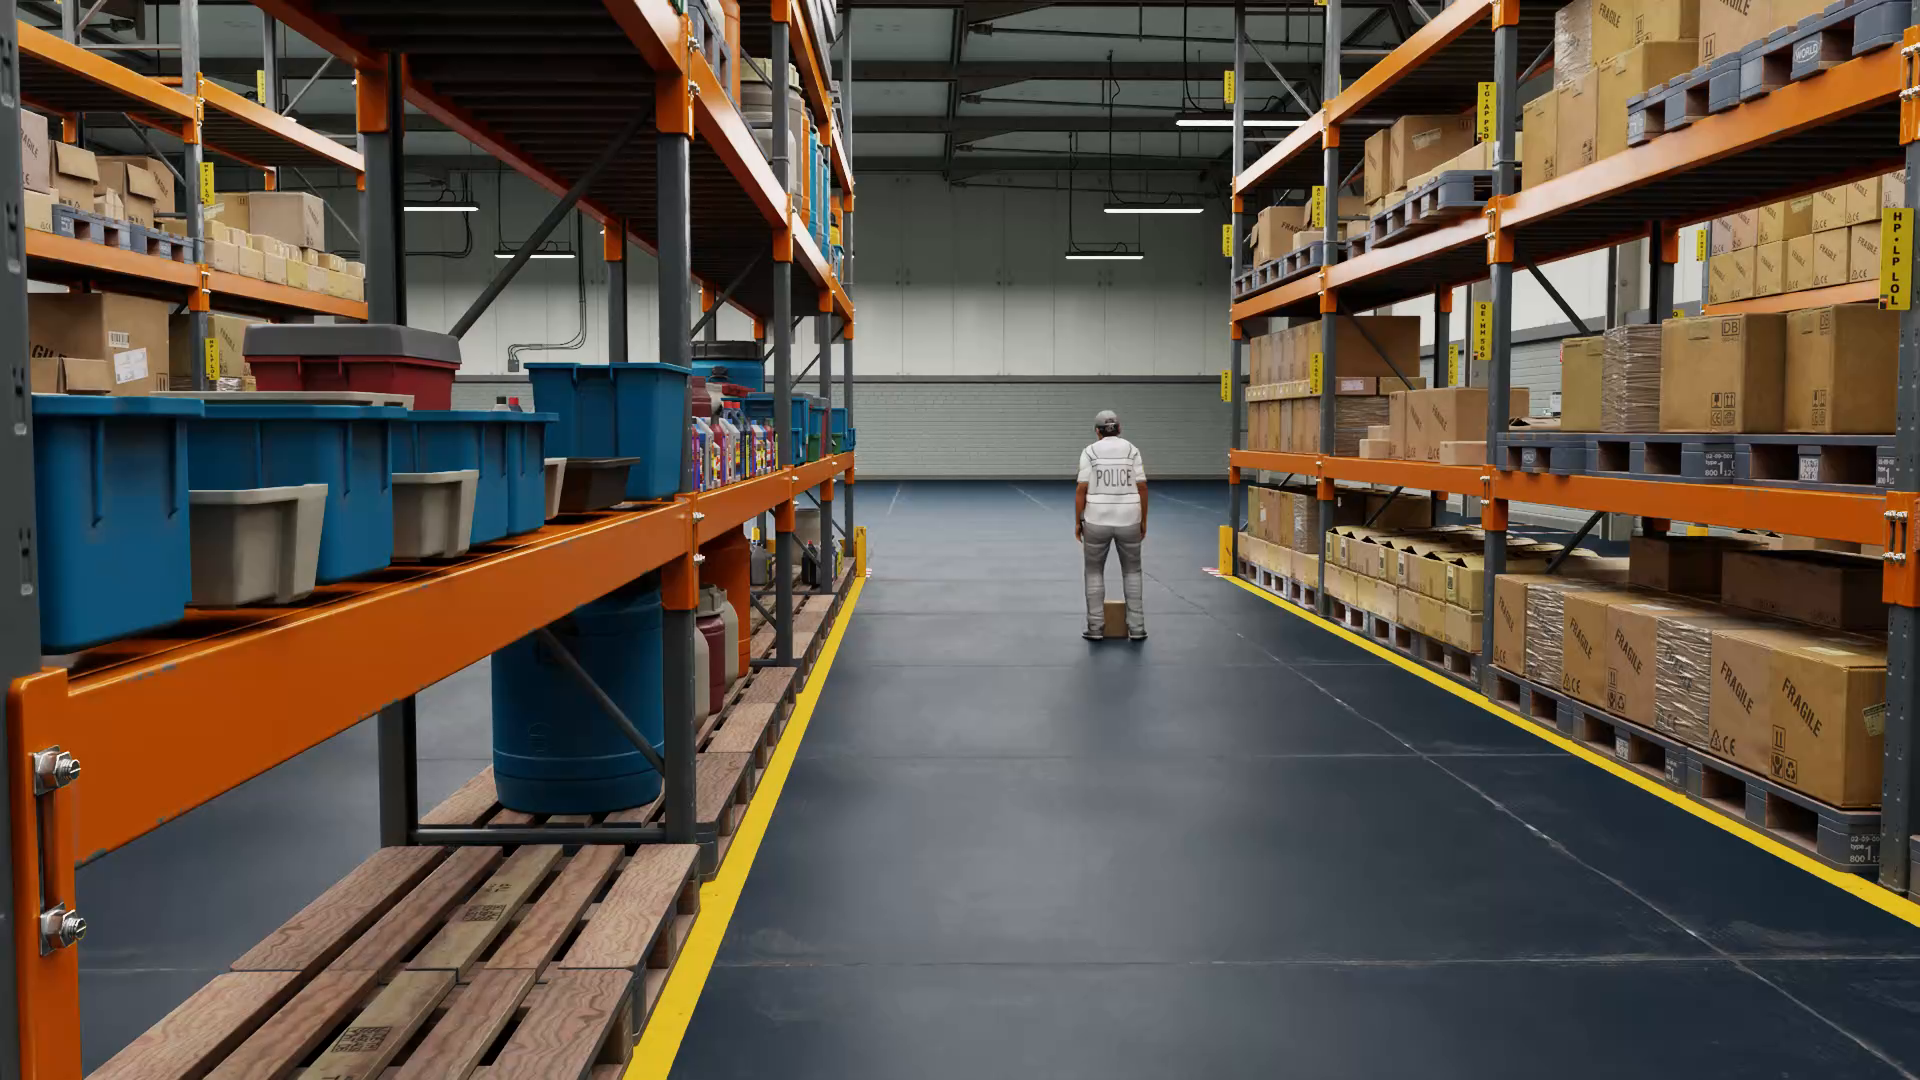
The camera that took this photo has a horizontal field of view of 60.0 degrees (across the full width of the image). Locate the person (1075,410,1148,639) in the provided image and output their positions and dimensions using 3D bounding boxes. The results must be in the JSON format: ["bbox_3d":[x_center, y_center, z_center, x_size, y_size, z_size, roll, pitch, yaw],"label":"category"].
[{"bbox_3d":[1.108,-0.111,12.091,0.552,1.666,0.472,0,4,-3],"label":"person"}]
